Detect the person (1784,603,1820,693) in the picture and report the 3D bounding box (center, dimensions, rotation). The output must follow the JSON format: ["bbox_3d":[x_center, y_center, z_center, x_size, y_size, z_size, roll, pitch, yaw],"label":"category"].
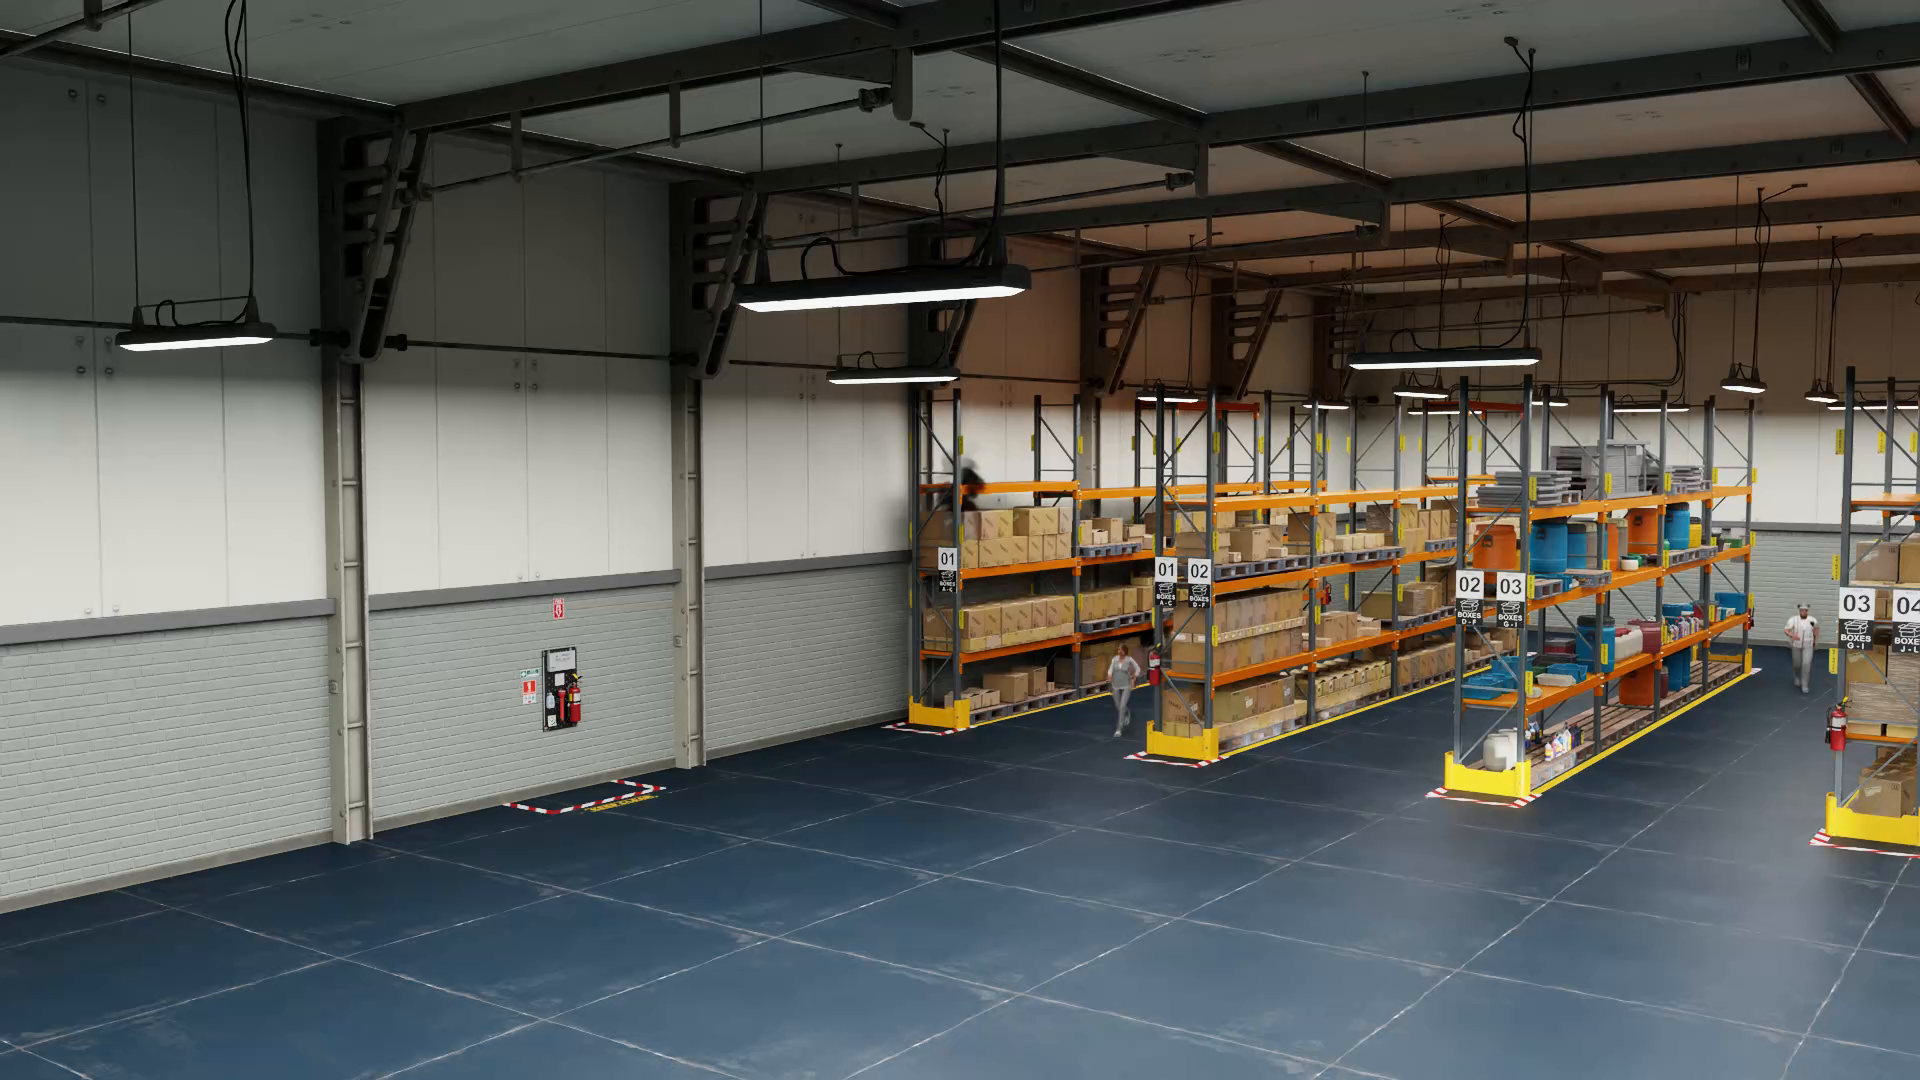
[{"bbox_3d":[17.226,2.179,34.031,0.659,1.797,0.869,1,4,24],"label":"person"}]

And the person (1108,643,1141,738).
[{"bbox_3d":[2.814,2.572,28.705,0.545,1.592,0.839,2,4,26],"label":"person"}]
